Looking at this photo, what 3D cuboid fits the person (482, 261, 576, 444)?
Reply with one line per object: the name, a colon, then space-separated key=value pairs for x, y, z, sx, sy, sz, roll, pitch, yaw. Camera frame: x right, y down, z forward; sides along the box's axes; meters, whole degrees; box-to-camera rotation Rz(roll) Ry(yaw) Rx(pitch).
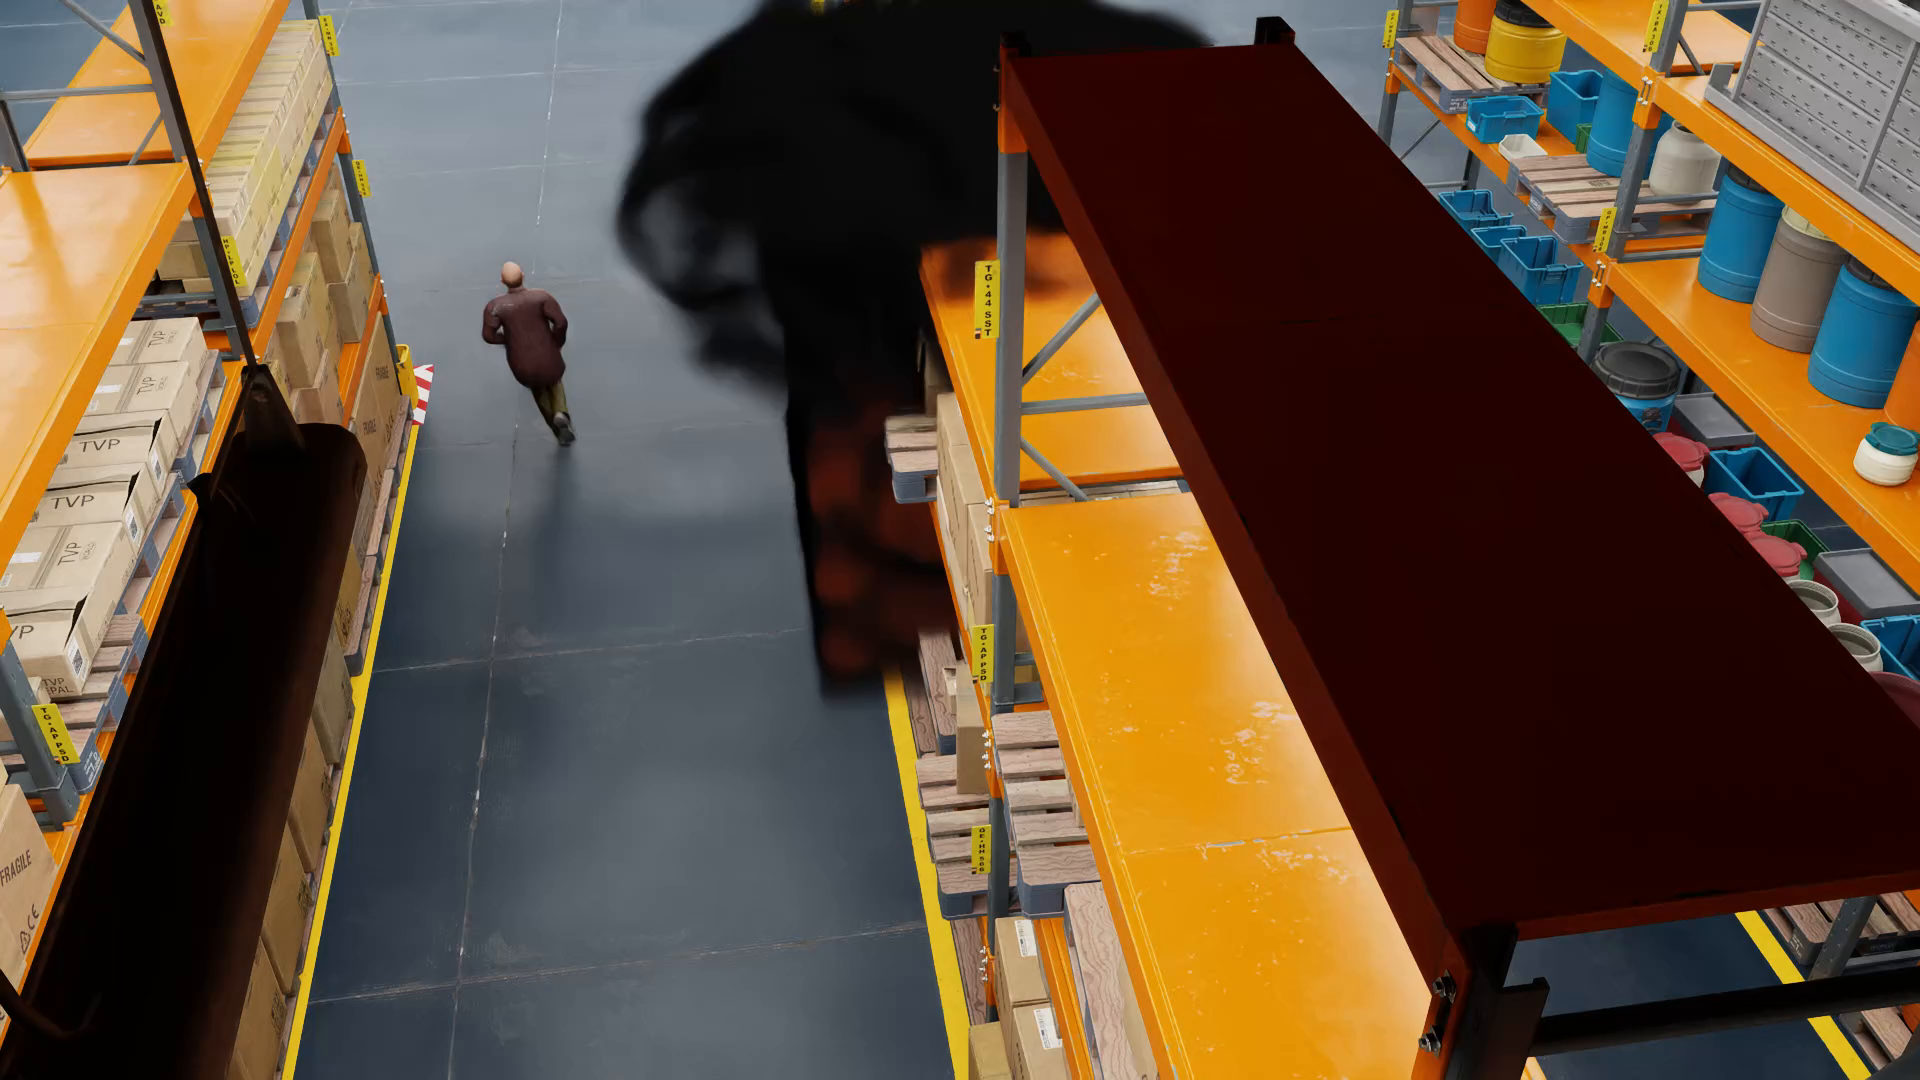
person: x=-3.648 y=-1.537 z=14.124 sx=0.700 sy=1.720 sz=0.644 roll=-11 pitch=38 yaw=-15
